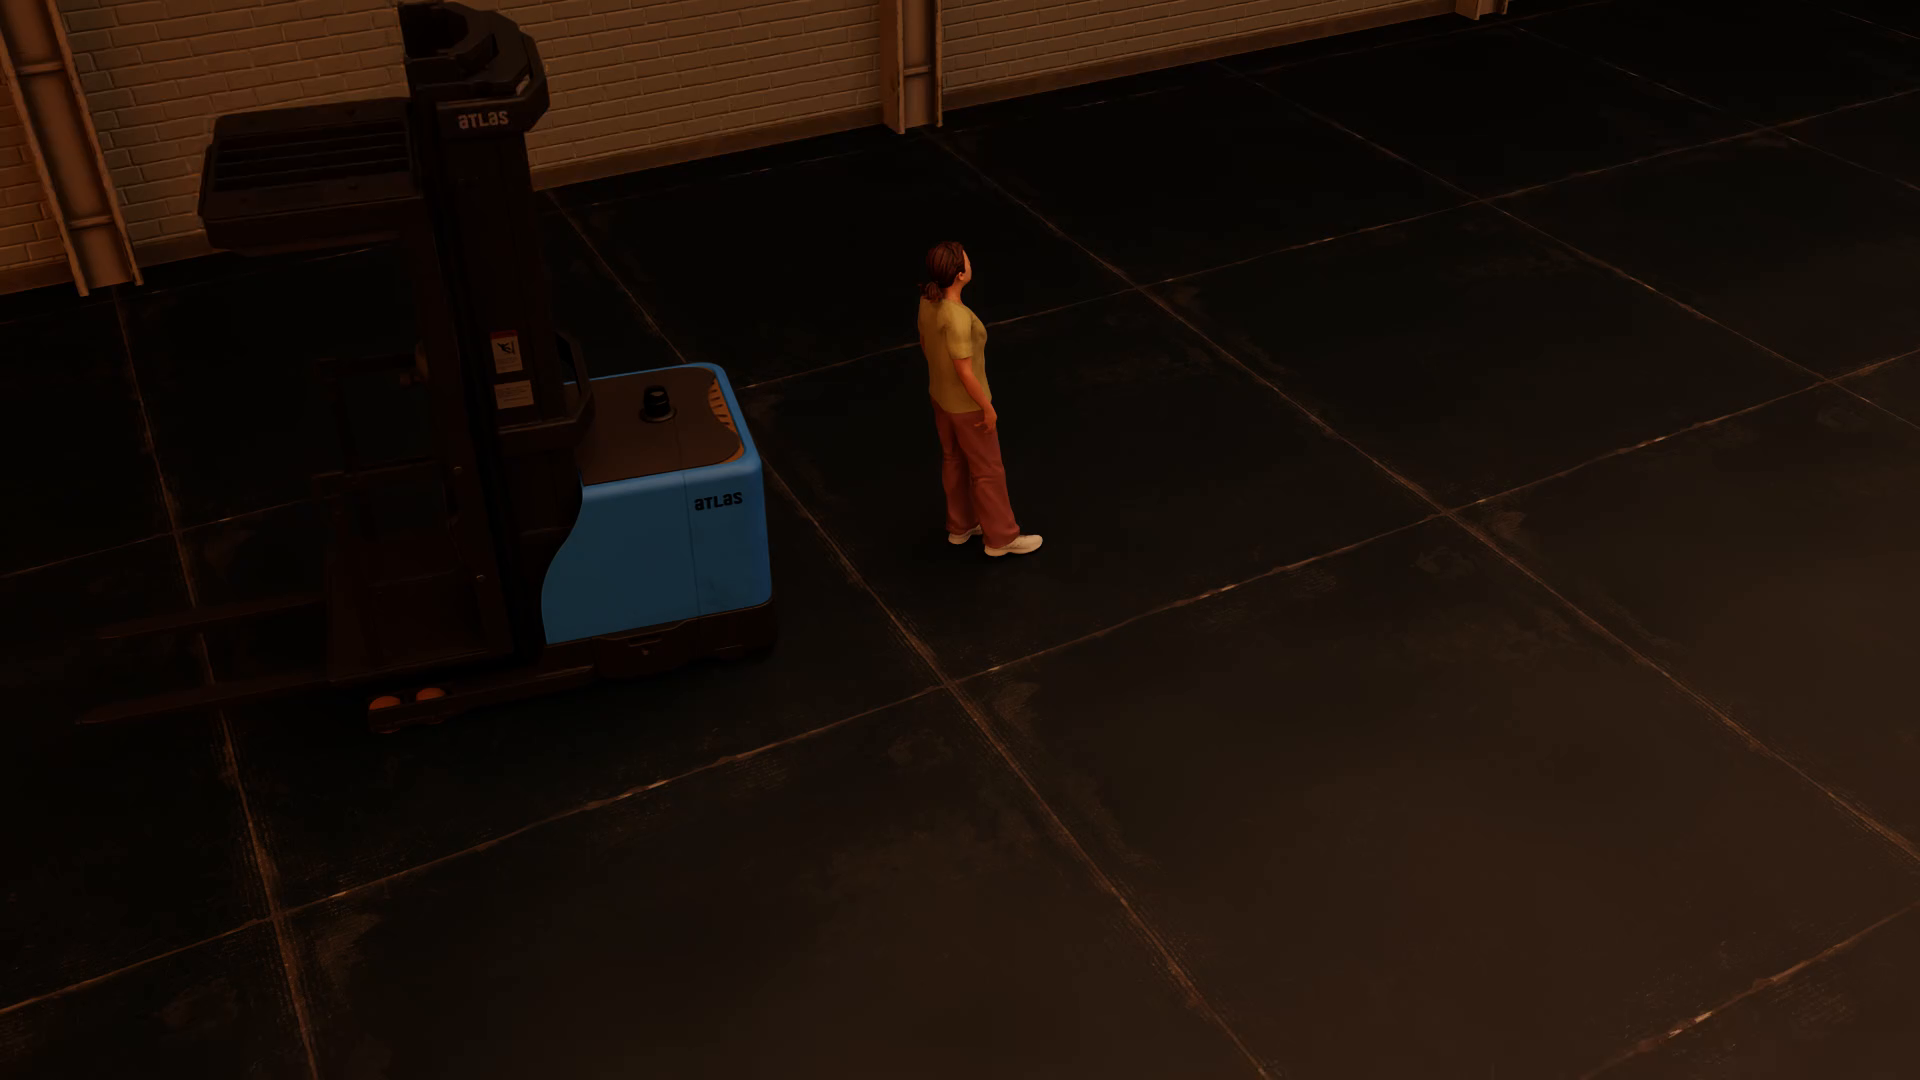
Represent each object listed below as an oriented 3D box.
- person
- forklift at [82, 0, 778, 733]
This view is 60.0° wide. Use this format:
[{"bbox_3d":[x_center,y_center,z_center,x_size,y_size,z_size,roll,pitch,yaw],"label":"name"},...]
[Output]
[{"bbox_3d":[0.070,-0.704,8.194,0.549,1.675,0.553,-17,39,-23],"label":"person"},{"bbox_3d":[-2.439,-0.675,7.078,3.031,2.935,1.130,-10,37,-14],"label":"forklift"}]
